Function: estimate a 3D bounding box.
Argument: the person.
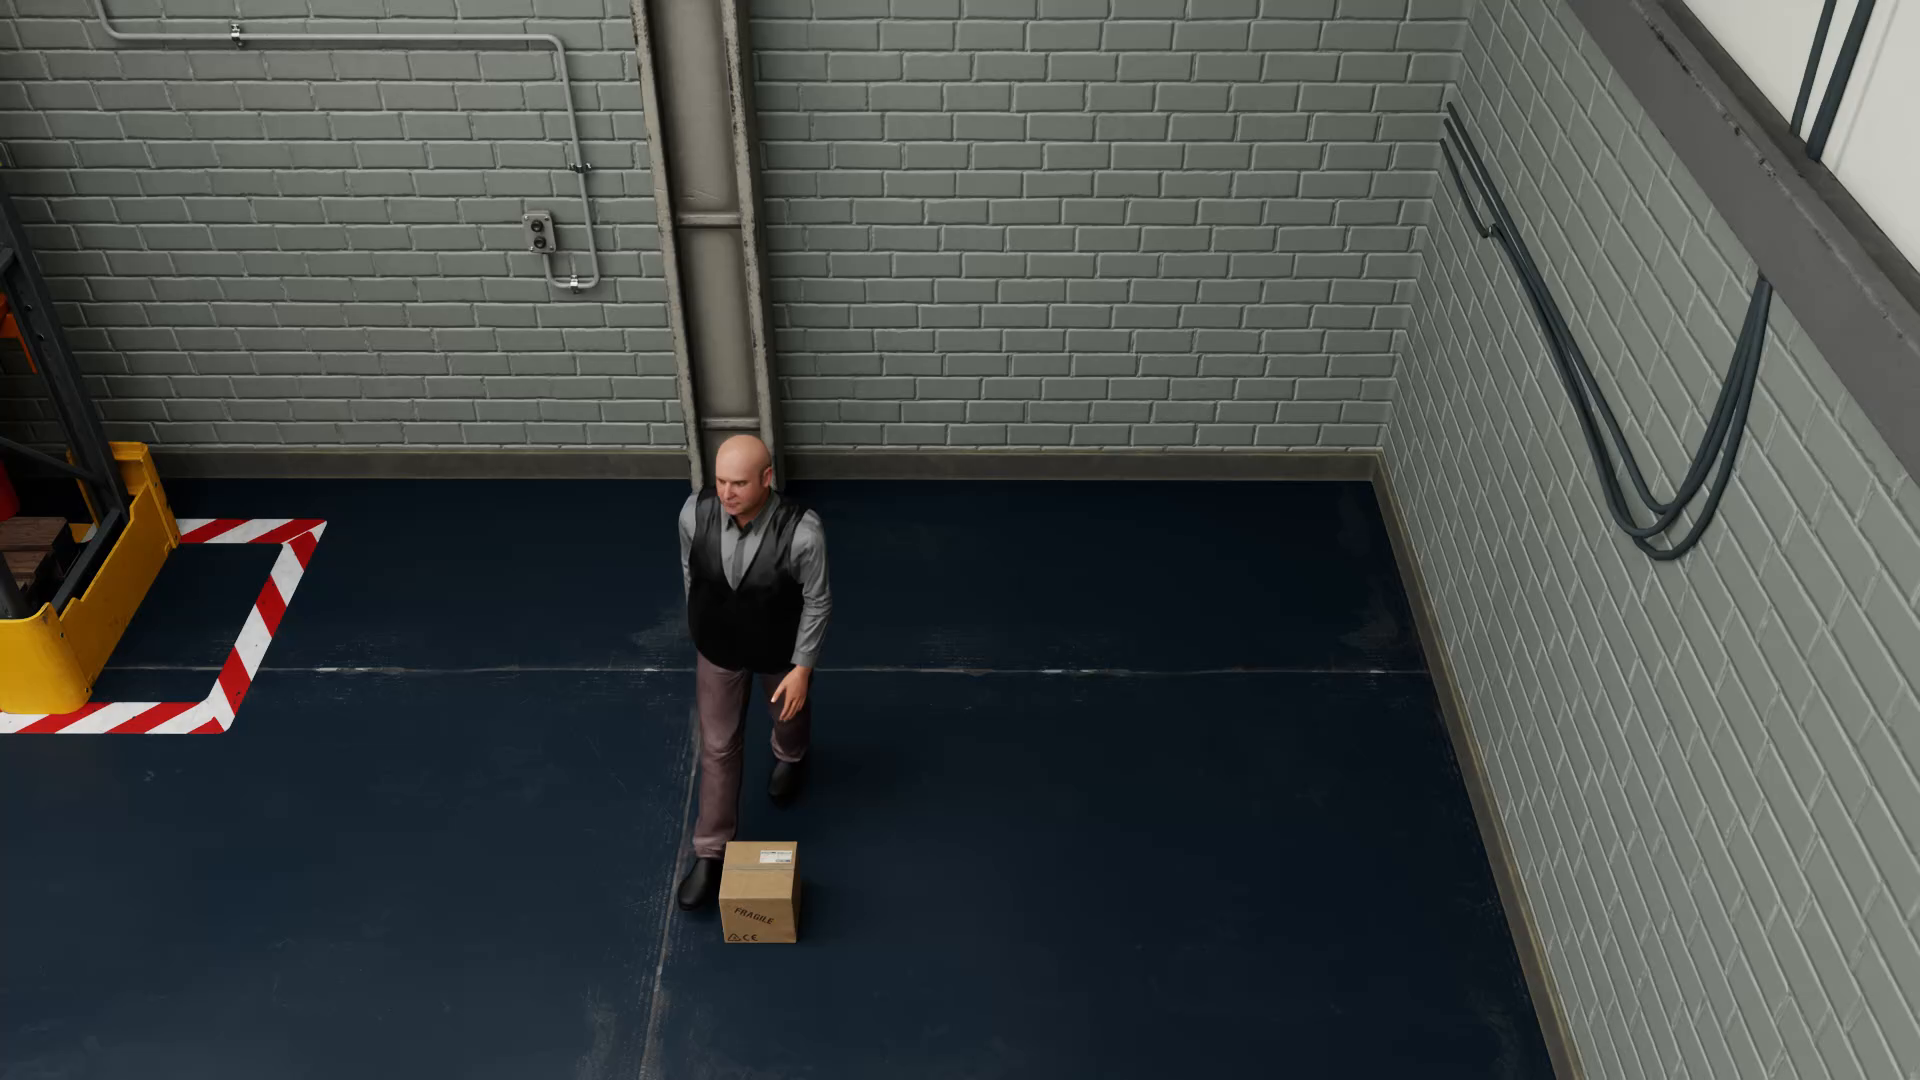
[{"bbox_3d":[-0.703,0.436,5.619,0.549,1.690,0.920,4,40,5],"label":"person"}]
